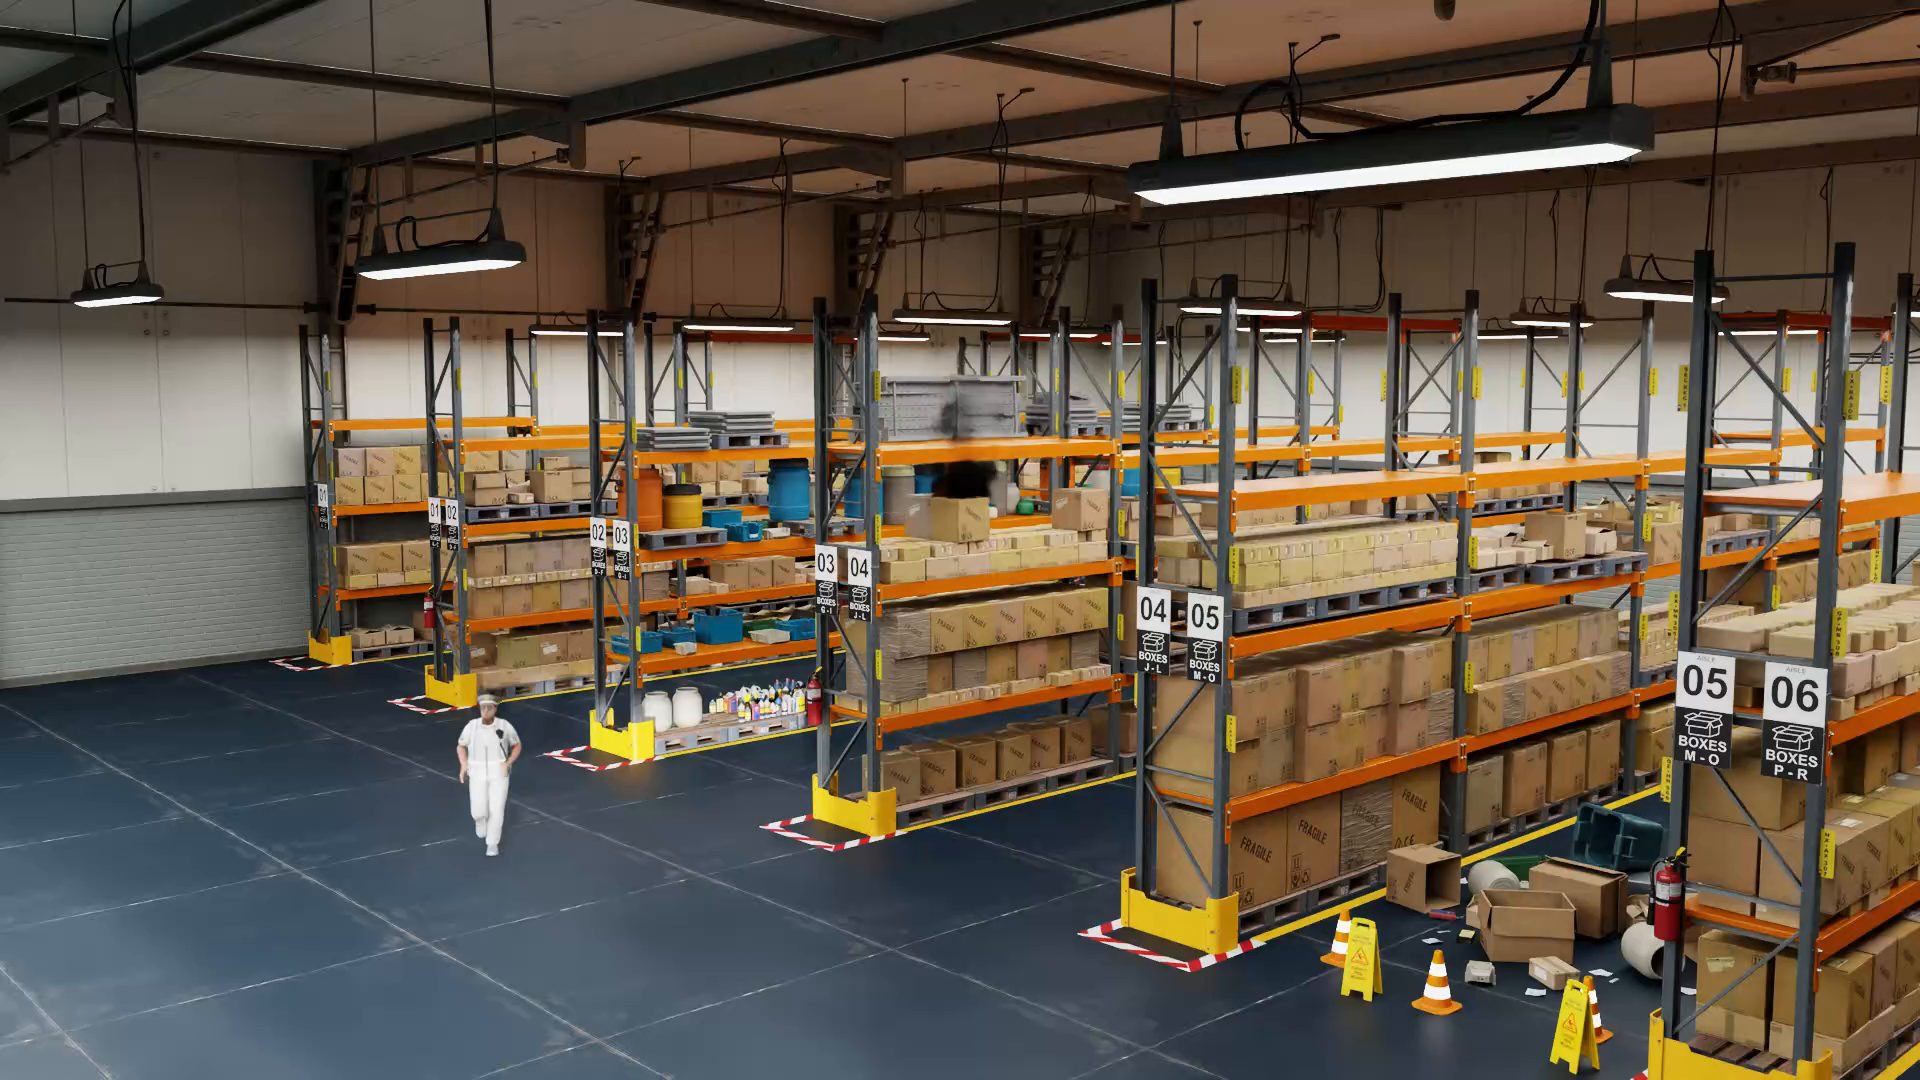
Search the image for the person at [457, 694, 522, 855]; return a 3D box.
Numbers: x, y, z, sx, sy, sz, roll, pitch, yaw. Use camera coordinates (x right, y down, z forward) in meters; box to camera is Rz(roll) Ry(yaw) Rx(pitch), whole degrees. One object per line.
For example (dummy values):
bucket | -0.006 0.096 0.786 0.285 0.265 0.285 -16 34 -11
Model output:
person | -5.060 2.504 17.895 0.679 1.731 0.592 -1 6 -11
